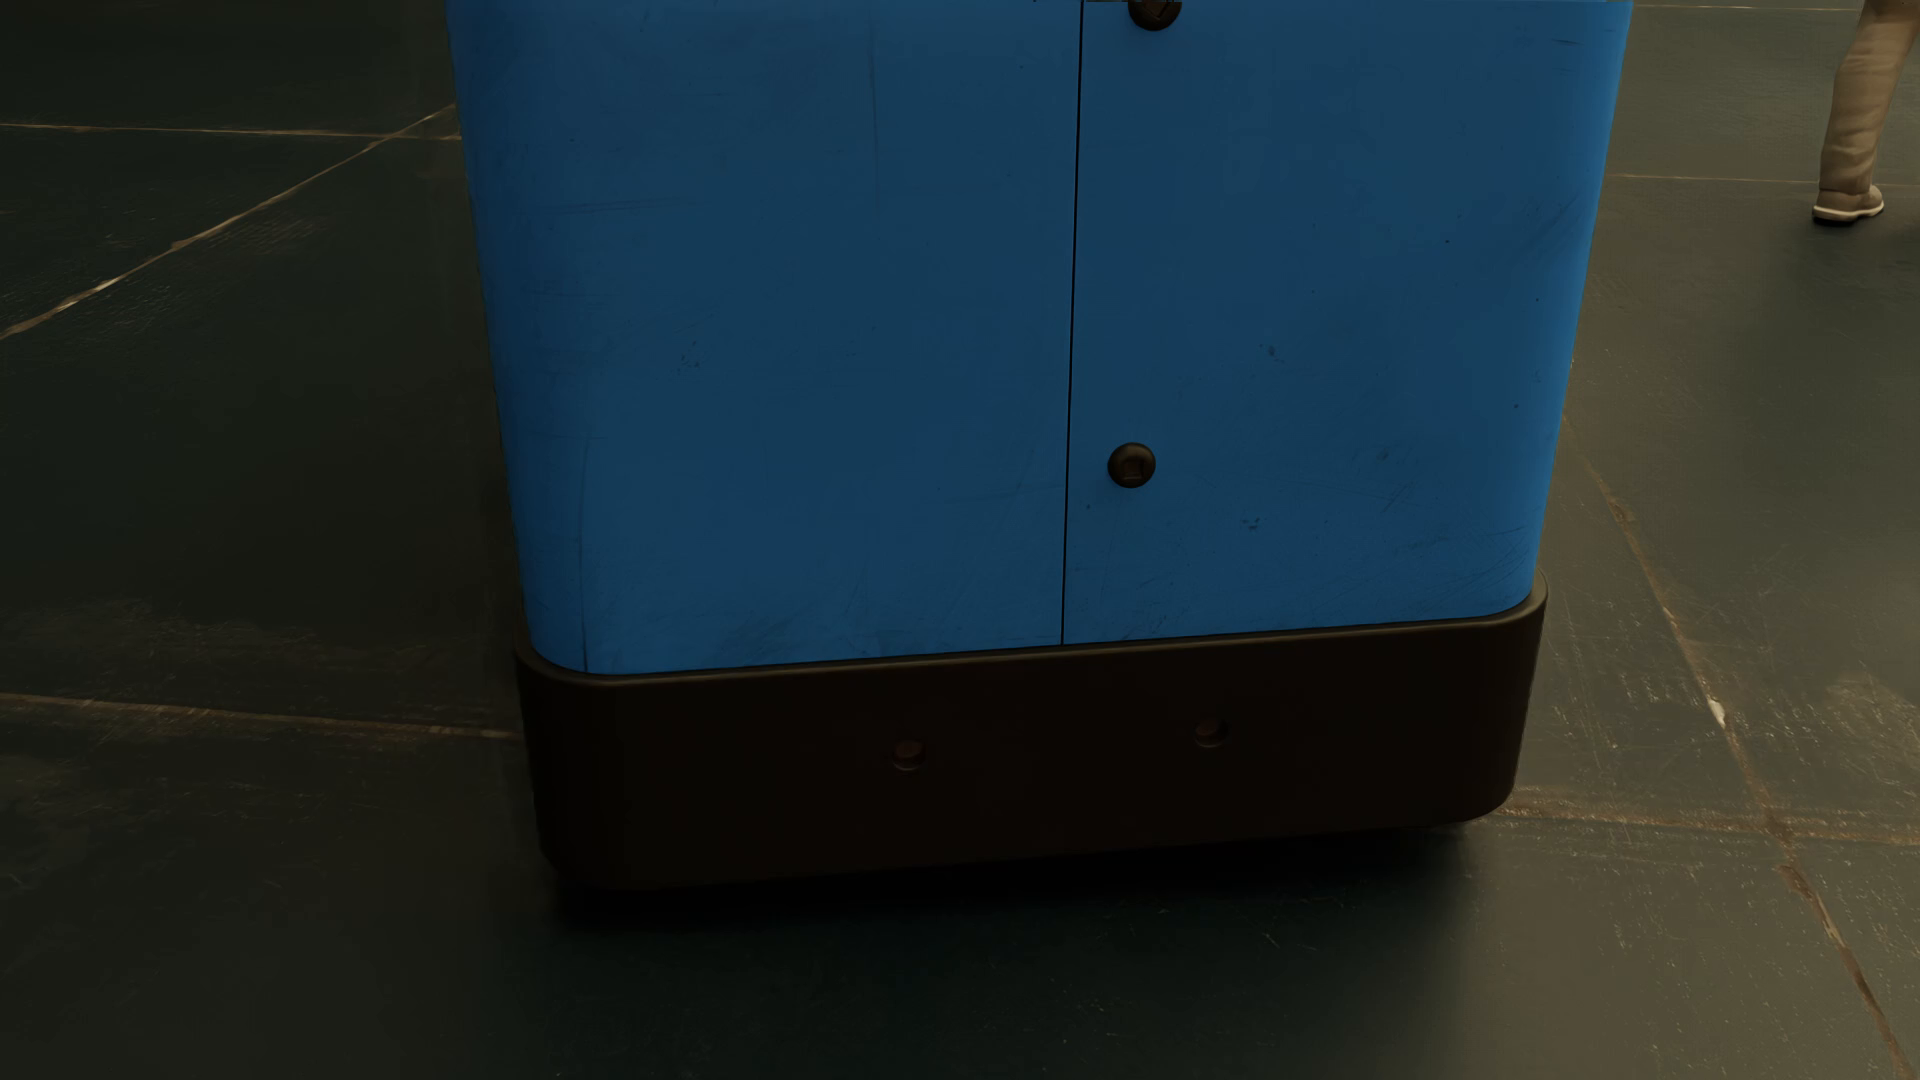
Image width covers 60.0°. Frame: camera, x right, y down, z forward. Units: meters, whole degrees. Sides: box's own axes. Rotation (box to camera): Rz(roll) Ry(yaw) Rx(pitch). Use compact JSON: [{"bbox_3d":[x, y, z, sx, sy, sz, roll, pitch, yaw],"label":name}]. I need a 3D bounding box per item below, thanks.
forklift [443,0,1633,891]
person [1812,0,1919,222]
[{"bbox_3d":[-0.101,-1.595,2.414,1.130,2.935,3.031,-3,27,-7],"label":"forklift"},{"bbox_3d":[2.353,-1.529,3.797,0.578,1.688,0.906,-23,35,-38],"label":"person"}]
